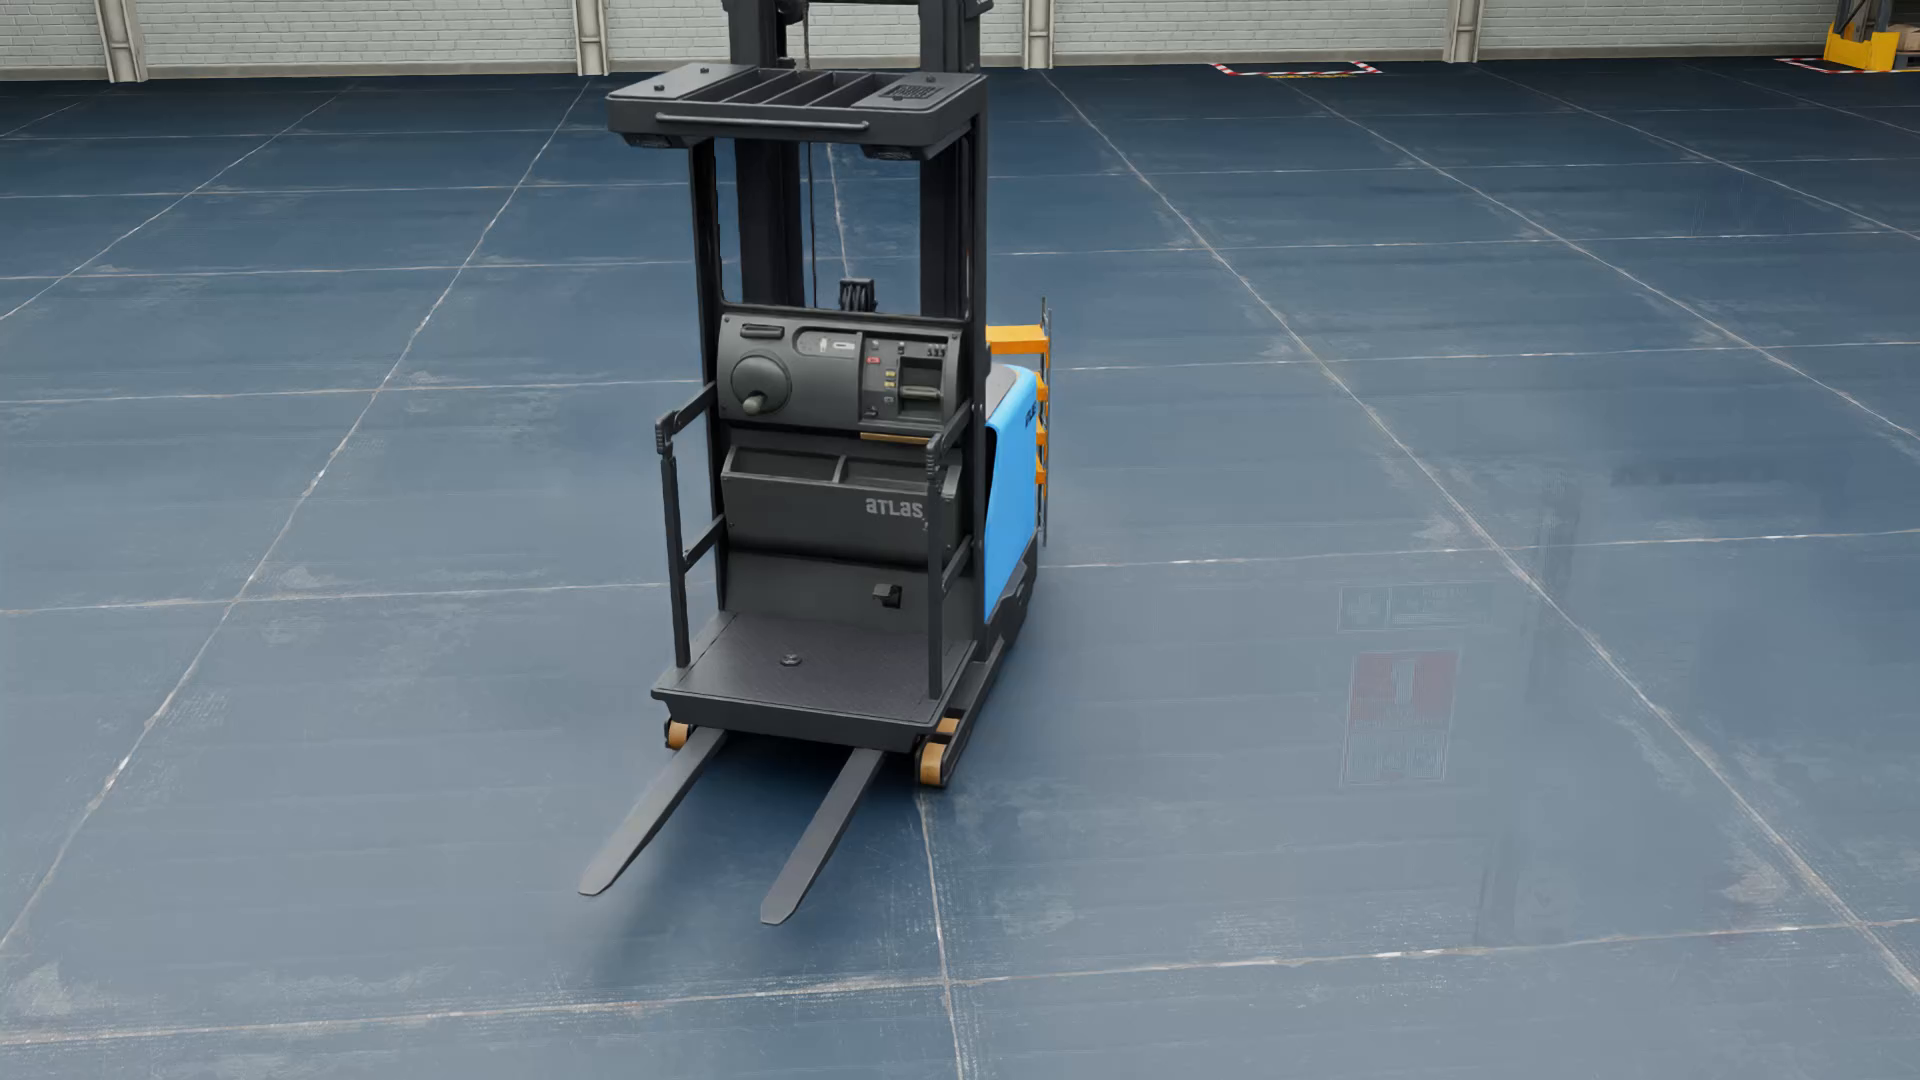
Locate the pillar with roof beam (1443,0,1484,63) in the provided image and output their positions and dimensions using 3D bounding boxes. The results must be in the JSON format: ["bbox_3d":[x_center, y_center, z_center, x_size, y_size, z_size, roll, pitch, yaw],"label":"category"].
[{"bbox_3d":[7.452,-9.112,17.672,0.400,9.000,9.100,-2,24,-5],"label":"pillar with roof beam"}]

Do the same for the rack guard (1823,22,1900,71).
[{"bbox_3d":[12.464,-6.834,23.010,0.348,0.500,1.175,-2,24,-5],"label":"rack guard"}]

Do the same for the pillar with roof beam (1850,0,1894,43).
[{"bbox_3d":[13.423,-9.352,18.211,0.400,9.000,9.100,-2,24,-5],"label":"pillar with roof beam"}]

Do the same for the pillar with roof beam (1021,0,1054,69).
[{"bbox_3d":[1.481,-8.873,17.133,0.400,9.000,9.100,-2,24,-5],"label":"pillar with roof beam"}]

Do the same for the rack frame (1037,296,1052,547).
[{"bbox_3d":[0.408,-0.565,8.043,0.015,1.200,0.240,-2,24,-5],"label":"rack frame"}]

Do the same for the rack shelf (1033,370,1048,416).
[{"bbox_3d":[0.165,-0.698,7.958,0.480,0.148,0.258,-2,24,-5],"label":"rack shelf"}]

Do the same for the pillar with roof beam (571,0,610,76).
[{"bbox_3d":[-4.490,-8.633,16.595,0.400,9.000,9.100,-2,24,-5],"label":"pillar with roof beam"}]

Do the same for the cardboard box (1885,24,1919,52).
[{"bbox_3d":[13.086,-6.937,22.932,0.500,0.311,0.500,-5,24,-11],"label":"cardboard box"}]

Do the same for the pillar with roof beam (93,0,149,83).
[{"bbox_3d":[-10.461,-8.394,16.056,0.400,9.000,9.100,-2,24,-5],"label":"pillar with roof beam"}]

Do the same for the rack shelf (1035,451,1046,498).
[{"bbox_3d":[0.165,-0.312,8.129,0.480,0.148,0.258,-2,24,-5],"label":"rack shelf"}]

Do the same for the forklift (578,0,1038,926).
[{"bbox_3d":[-0.504,-0.593,5.975,1.130,2.935,3.031,6,25,13],"label":"forklift"}]

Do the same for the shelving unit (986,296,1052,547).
[{"bbox_3d":[0.165,-0.555,8.021,0.503,1.200,0.258,-2,24,-5],"label":"shelving unit"}]

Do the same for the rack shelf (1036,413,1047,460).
[{"bbox_3d":[0.165,-0.493,8.048,0.480,0.148,0.258,-2,24,-5],"label":"rack shelf"}]

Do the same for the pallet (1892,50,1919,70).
[{"bbox_3d":[13.276,-6.720,23.109,1.213,0.211,1.003,-2,24,-5],"label":"pallet"}]

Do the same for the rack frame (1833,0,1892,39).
[{"bbox_3d":[12.388,-7.973,22.495,0.127,3.000,1.000,-2,24,-5],"label":"rack frame"}]

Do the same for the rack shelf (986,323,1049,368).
[{"bbox_3d":[0.165,-0.914,7.862,0.480,0.148,0.258,-2,24,-5],"label":"rack shelf"}]
